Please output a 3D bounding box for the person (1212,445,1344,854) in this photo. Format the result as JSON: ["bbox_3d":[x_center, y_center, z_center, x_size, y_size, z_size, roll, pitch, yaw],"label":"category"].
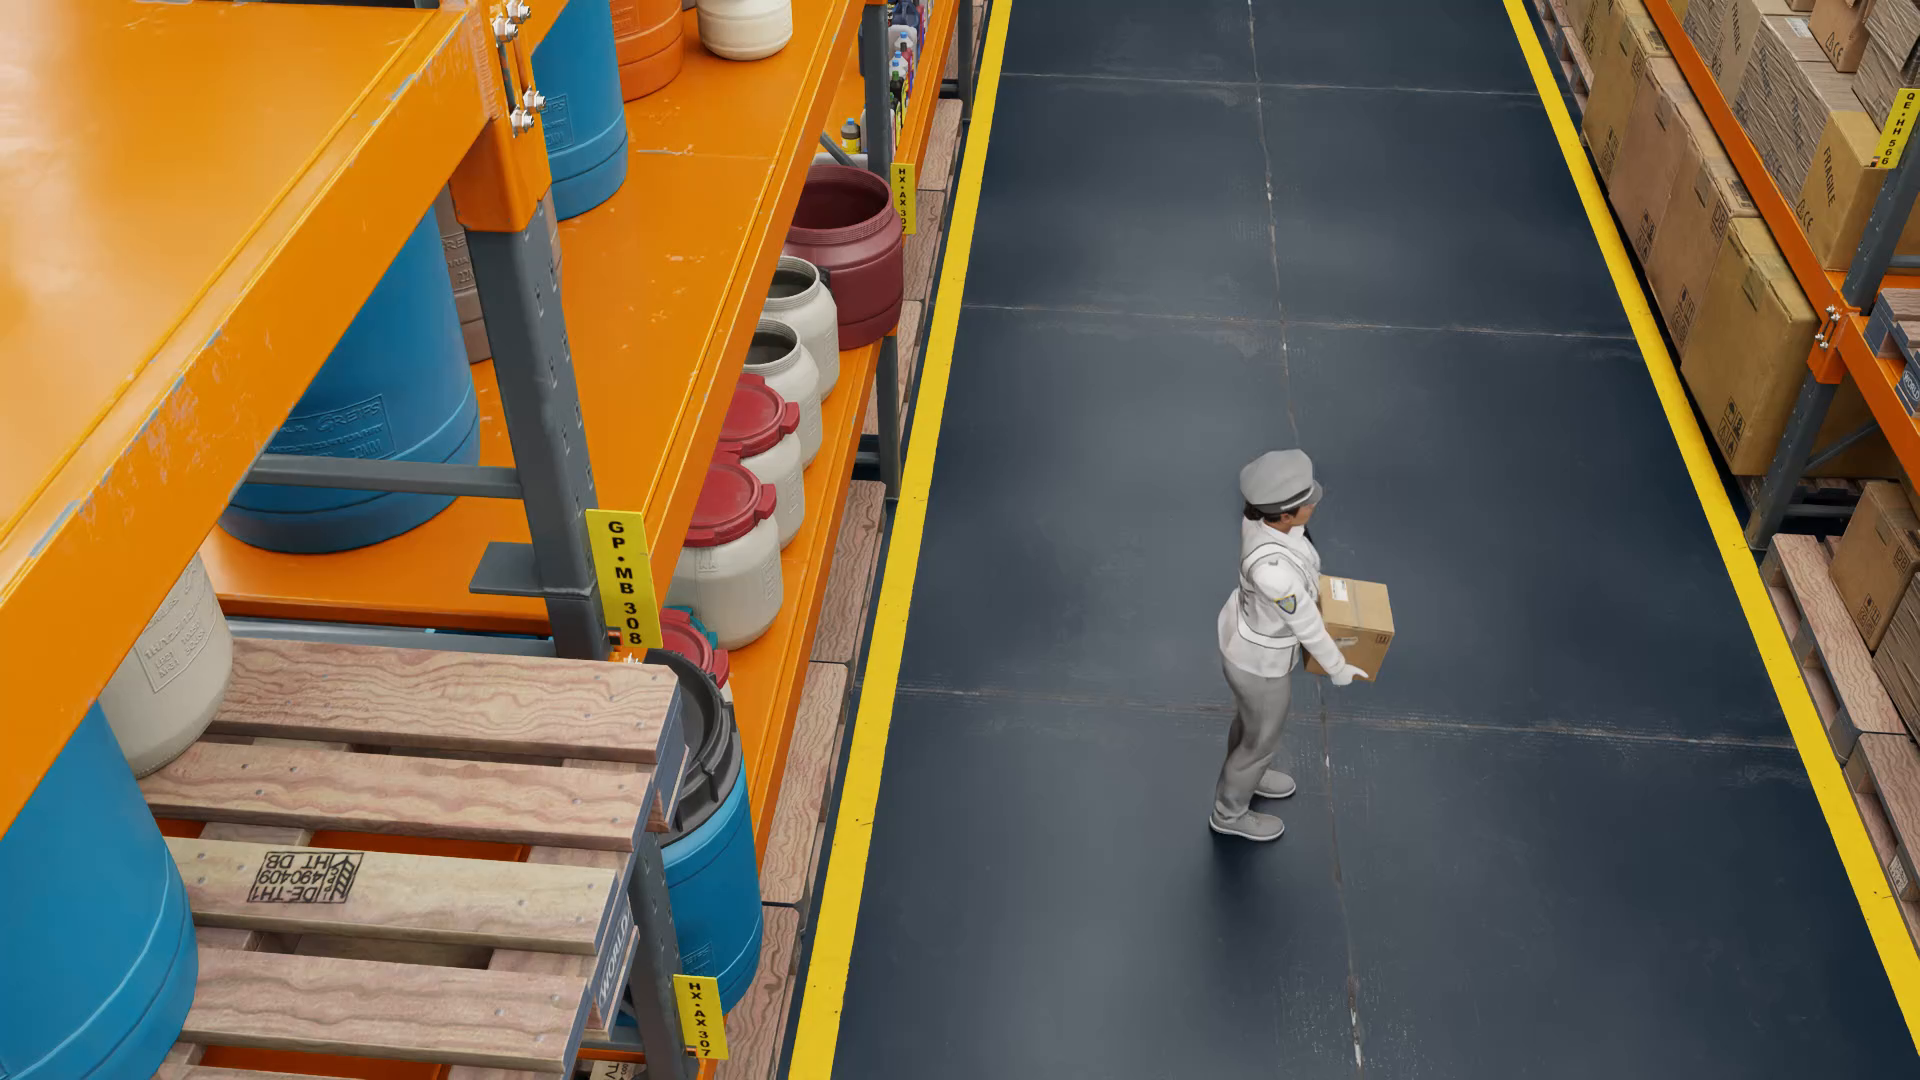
[{"bbox_3d":[1.116,0.384,5.992,0.412,1.665,0.547,1,40,1],"label":"person"}]
